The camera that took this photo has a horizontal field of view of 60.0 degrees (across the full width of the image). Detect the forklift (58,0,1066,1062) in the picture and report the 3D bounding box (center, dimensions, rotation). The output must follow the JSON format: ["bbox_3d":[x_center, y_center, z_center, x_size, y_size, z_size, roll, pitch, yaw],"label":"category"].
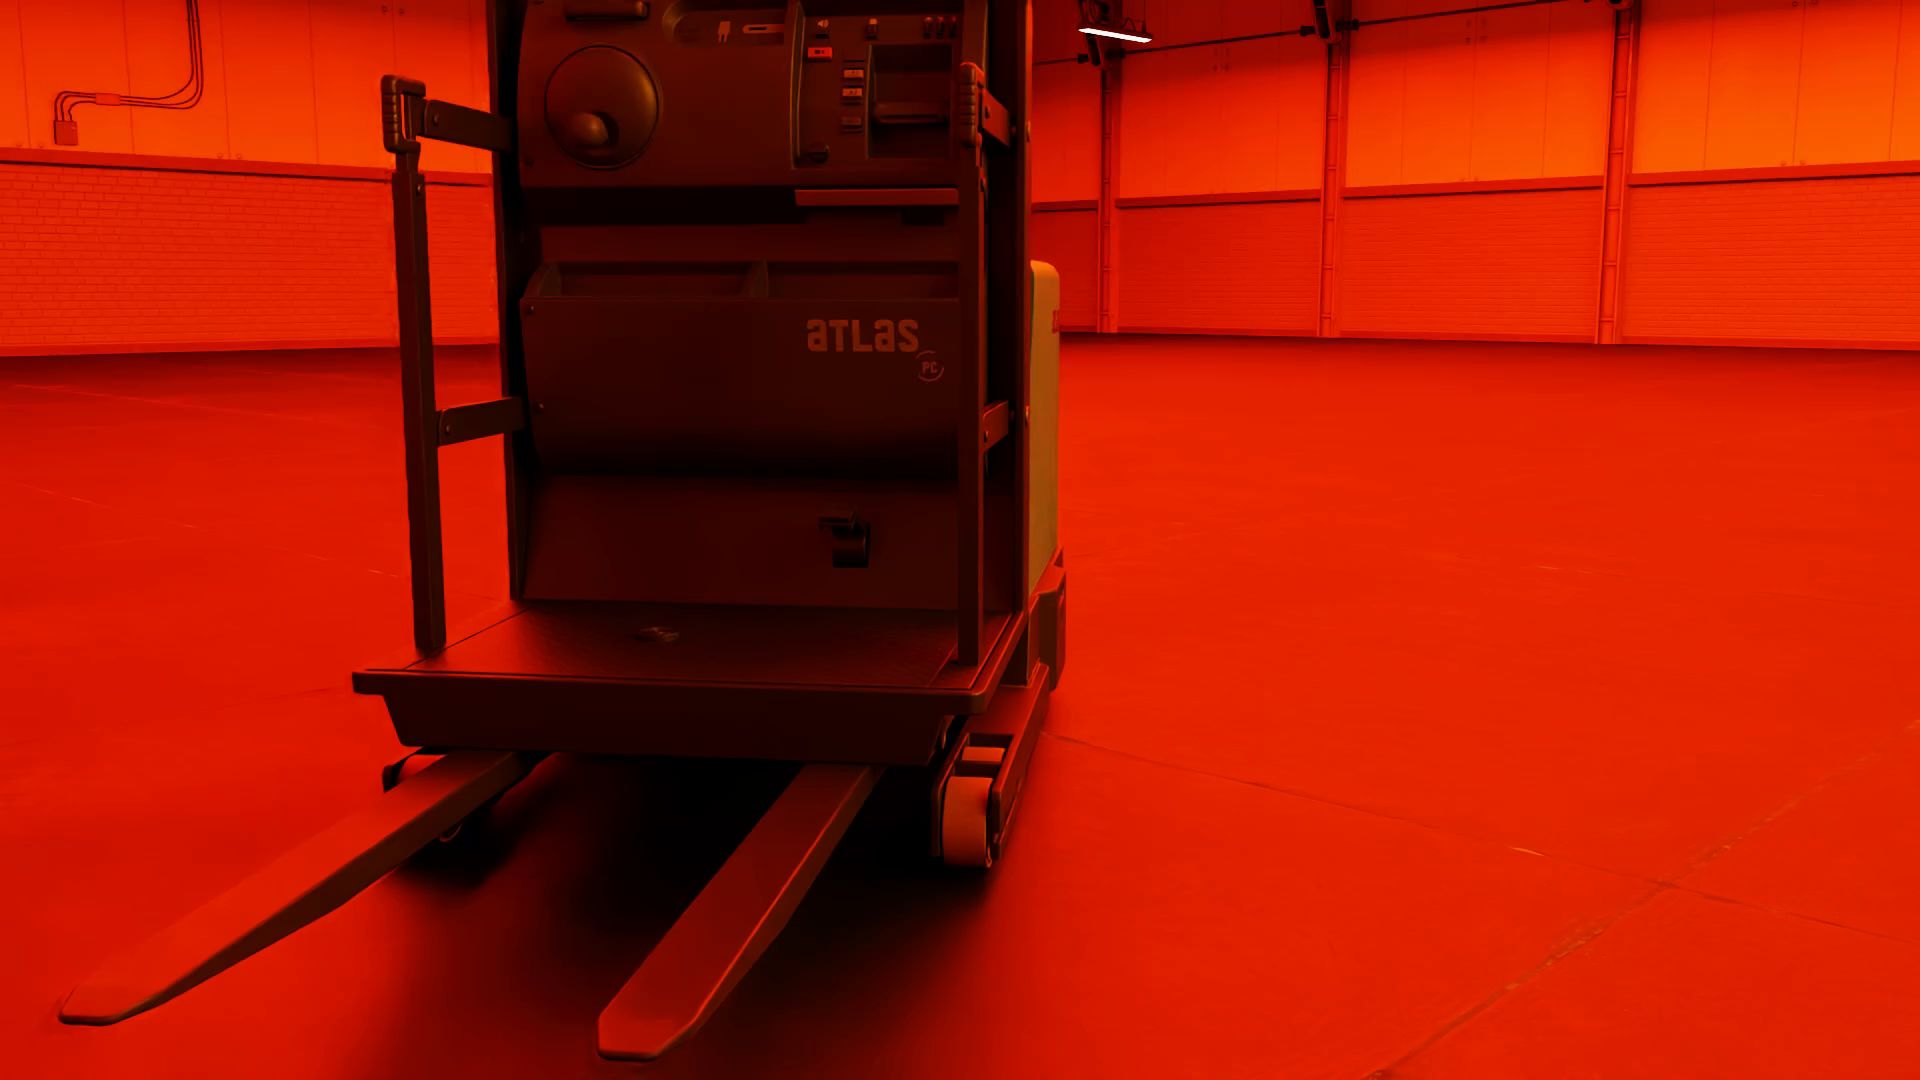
[{"bbox_3d":[-0.435,-0.929,3.046,1.130,2.935,3.031,1,9,8],"label":"forklift"}]
